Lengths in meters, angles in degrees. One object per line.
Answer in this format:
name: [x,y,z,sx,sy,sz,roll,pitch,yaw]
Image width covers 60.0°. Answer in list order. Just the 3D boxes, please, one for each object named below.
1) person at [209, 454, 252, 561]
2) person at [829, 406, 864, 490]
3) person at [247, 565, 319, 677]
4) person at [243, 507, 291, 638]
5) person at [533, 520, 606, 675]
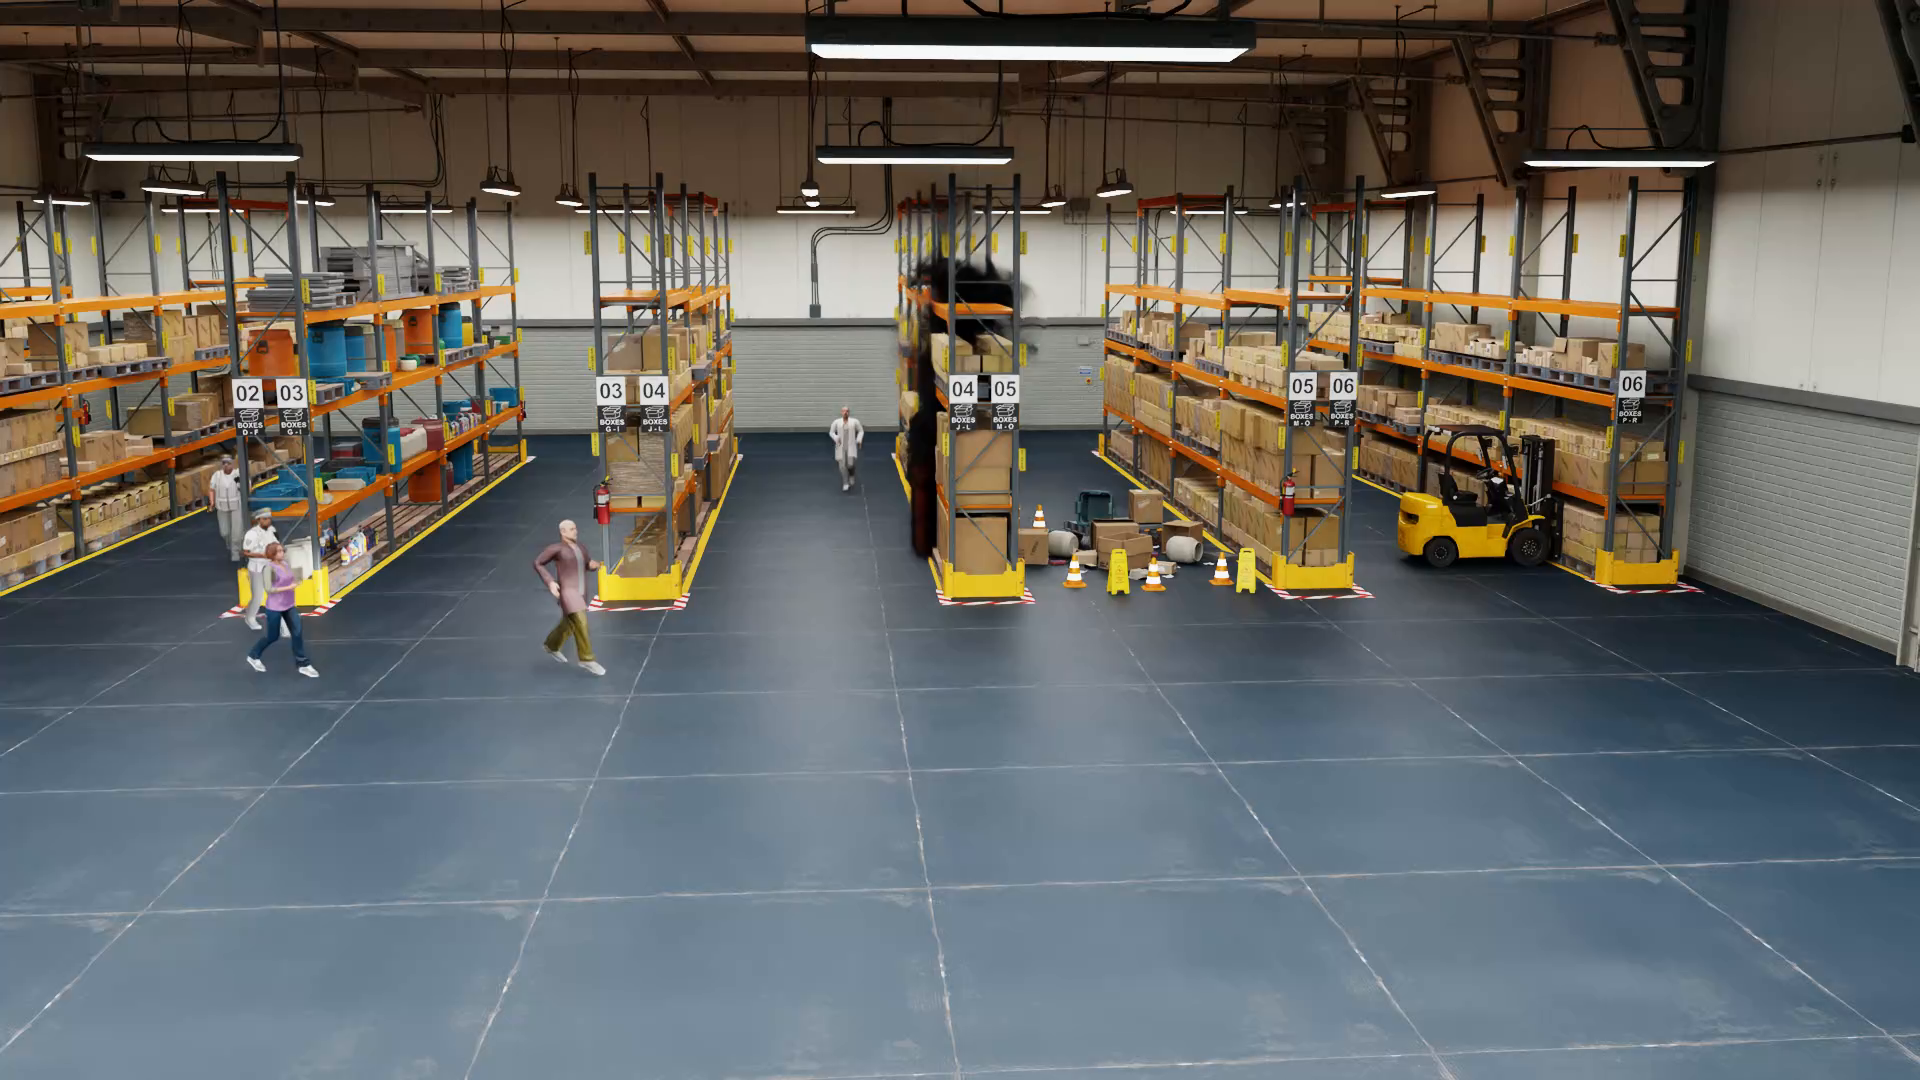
person: [-11.778,-0.553,26.903,0.650,1.733,0.652,-3,10,-15]
person: [-2.361,-1.900,34.487,0.704,1.737,0.630,0,10,0]
person: [-7.946,0.927,19.438,0.883,1.346,0.534,3,10,16]
person: [-9.055,0.413,21.612,0.839,1.727,0.596,7,12,35]
person: [-4.621,0.631,19.744,0.991,1.757,0.687,4,11,21]
